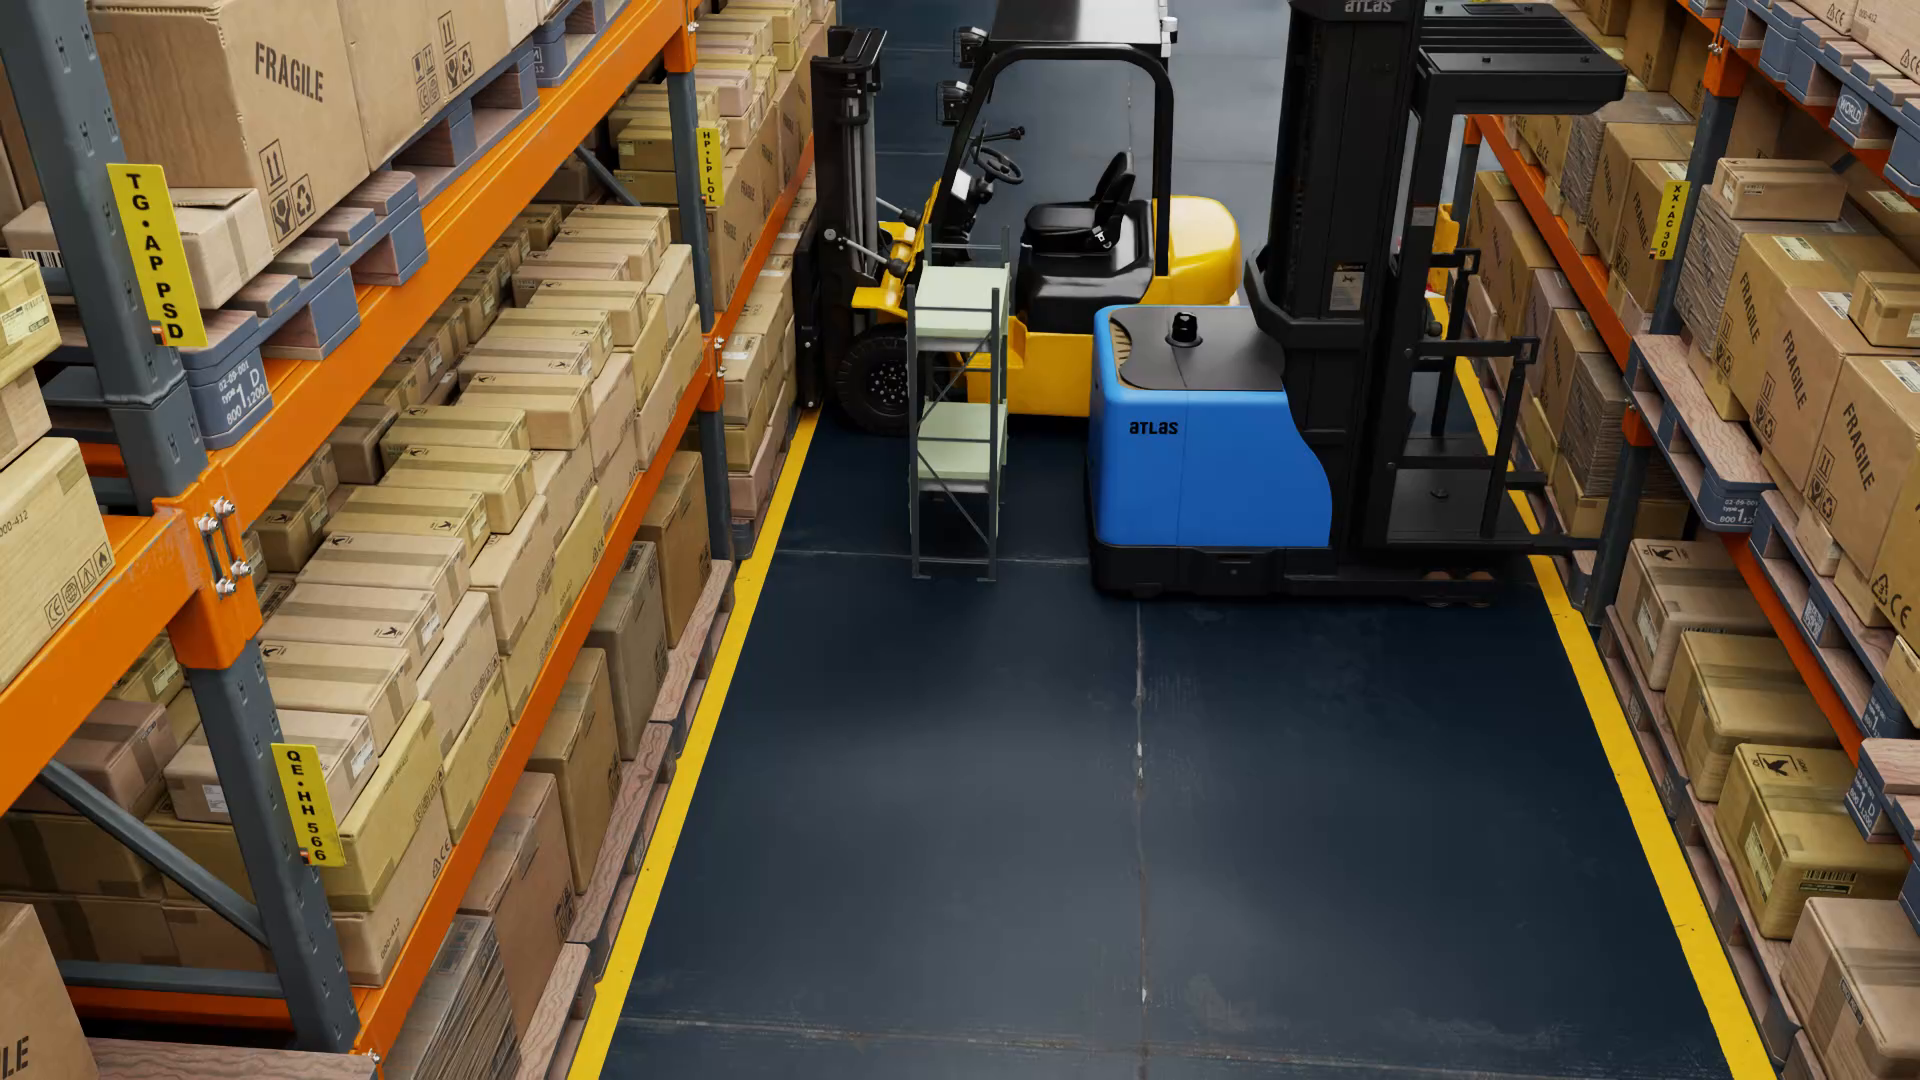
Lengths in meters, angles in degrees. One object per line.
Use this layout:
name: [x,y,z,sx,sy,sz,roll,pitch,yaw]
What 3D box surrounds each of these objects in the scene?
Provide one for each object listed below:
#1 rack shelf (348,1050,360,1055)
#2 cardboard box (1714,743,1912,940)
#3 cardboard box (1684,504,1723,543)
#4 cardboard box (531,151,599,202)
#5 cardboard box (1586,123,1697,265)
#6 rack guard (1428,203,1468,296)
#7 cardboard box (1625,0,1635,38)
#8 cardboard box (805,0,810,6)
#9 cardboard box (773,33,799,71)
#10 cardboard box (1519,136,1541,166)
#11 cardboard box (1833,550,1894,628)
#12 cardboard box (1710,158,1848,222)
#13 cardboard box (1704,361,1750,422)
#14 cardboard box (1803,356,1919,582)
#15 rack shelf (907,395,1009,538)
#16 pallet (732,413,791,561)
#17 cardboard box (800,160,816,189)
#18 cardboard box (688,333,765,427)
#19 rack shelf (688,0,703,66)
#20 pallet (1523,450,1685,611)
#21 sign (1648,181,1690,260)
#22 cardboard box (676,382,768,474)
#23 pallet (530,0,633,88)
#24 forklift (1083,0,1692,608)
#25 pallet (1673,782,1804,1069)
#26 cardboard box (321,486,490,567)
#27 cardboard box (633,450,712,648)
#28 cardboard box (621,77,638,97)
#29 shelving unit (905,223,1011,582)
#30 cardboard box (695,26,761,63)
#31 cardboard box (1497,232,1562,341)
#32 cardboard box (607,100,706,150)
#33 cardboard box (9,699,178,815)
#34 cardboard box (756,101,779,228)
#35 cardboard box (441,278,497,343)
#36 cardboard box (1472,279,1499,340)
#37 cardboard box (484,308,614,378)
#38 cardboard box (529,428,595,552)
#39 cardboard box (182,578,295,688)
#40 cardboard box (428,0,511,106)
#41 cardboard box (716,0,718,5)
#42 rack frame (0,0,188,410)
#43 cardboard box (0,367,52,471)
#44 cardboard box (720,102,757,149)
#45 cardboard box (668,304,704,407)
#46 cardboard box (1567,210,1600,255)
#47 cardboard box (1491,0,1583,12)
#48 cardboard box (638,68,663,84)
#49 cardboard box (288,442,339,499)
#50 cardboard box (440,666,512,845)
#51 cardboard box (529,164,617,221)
rack shelf: [-2.062,2.348,2.267,1.077,0.370,4.000,2,32,4]
cardboard box: [3.223,1.068,5.762,0.950,0.372,0.625,3,32,6]
cardboard box: [3.691,-0.191,7.922,0.500,0.250,0.500,1,32,2]
cardboard box: [-1.804,-1.594,7.264,0.380,0.149,0.250,2,32,4]
cardboard box: [3.197,-1.568,7.556,0.500,0.500,0.500,3,32,6]
rack guard: [3.693,-1.874,10.814,1.175,0.500,0.348,2,32,4]
cardboard box: [3.888,-2.761,8.538,0.700,0.500,0.500,2,32,3]
cardboard box: [-1.051,-3.168,9.535,0.380,0.149,0.250,3,32,5]
cardboard box: [-1.077,-2.641,8.963,0.380,0.149,0.250,3,32,4]
cardboard box: [3.303,-2.166,9.146,0.380,0.149,0.250,3,32,5]
cardboard box: [2.887,0.139,5.005,0.380,0.149,0.250,1,32,2]
cardboard box: [2.983,-1.279,6.069,0.380,0.149,0.250,2,32,4]
cardboard box: [2.985,-0.552,6.126,0.380,0.149,0.250,3,32,5]
cardboard box: [2.925,-0.212,4.956,0.500,0.500,0.500,1,32,2]
rack shelf: [0.001,-0.364,8.033,0.431,0.370,0.720,2,32,4]
pallet: [-1.467,-0.323,8.573,1.003,0.211,1.213,2,32,4]
cardboard box: [-1.010,-2.100,10.066,0.500,0.250,0.500,3,32,5]
cardboard box: [-1.222,-0.769,7.907,0.500,0.250,0.500,2,32,3]
rack shelf: [-1.411,-3.112,8.268,1.077,0.370,4.000,2,32,4]
pallet: [3.393,-0.051,8.132,1.003,0.211,1.213,2,32,4]
sign: [2.832,-1.274,6.632,0.100,0.325,0.005,2,32,4]
cardboard box: [-1.227,-0.557,8.038,0.500,0.250,0.500,2,32,4]
pallet: [-1.633,-1.830,5.683,0.805,0.209,1.217,1,32,2]
forklift: [2.143,-1.215,7.428,3.031,2.935,1.130,0,32,1]
pallet: [3.215,1.348,5.861,1.003,0.211,1.213,2,32,4]
cardboard box: [-1.565,-0.022,4.713,0.380,0.149,0.250,3,32,5]
cardboard box: [-1.605,0.010,7.239,0.875,0.625,0.625,4,32,6]
cardboard box: [-1.780,-2.258,8.058,0.380,0.149,0.250,2,32,3]
shelving unit: [0.001,-0.642,7.862,0.431,1.500,0.755,2,32,4]
cardboard box: [-1.224,-2.503,8.456,0.380,0.149,0.250,3,32,4]
cardboard box: [3.270,-1.347,9.082,0.500,0.500,0.500,3,32,5]
cardboard box: [-1.338,-1.837,7.374,0.380,0.149,0.250,3,32,5]
cardboard box: [-2.075,0.498,3.869,0.380,0.149,0.250,3,32,6]
cardboard box: [-1.211,-1.897,8.374,0.500,0.500,0.500,2,32,3]
cardboard box: [-1.912,-0.837,6.035,0.380,0.149,0.250,2,32,4]
cardboard box: [3.309,-1.309,9.736,0.500,0.250,0.500,4,32,6]
cardboard box: [-1.429,-0.688,5.793,0.380,0.149,0.250,2,32,3]
cardboard box: [-1.501,-0.178,5.346,0.500,0.250,0.500,3,32,5]
cardboard box: [-2.100,0.332,4.518,0.500,0.250,0.500,3,32,4]
cardboard box: [-1.515,-1.446,4.287,0.500,0.500,0.500,3,32,5]
cardboard box: [-1.551,-3.192,9.574,0.380,0.149,0.250,3,32,5]
rack frame: [-1.899,-1.558,2.201,1.000,3.000,0.127,2,32,4]
cardboard box: [-1.688,-0.192,2.606,0.380,0.149,0.250,3,32,5]
cardboard box: [-1.179,-1.969,7.872,0.380,0.149,0.250,3,32,5]
cardboard box: [-1.354,-0.757,6.763,0.500,0.250,0.500,3,32,5]
cardboard box: [3.176,-1.491,8.051,0.380,0.149,0.250,2,32,3]
cardboard box: [3.384,-2.911,9.735,0.500,0.500,0.500,2,32,3]
cardboard box: [-1.703,-2.269,8.359,0.380,0.149,0.250,2,32,3]
cardboard box: [-2.096,-0.175,4.961,0.380,0.149,0.250,2,32,3]
cardboard box: [-1.574,0.575,4.601,0.500,0.250,0.500,2,32,3]
cardboard box: [-1.807,-1.385,7.543,0.500,0.500,0.500,2,32,4]
